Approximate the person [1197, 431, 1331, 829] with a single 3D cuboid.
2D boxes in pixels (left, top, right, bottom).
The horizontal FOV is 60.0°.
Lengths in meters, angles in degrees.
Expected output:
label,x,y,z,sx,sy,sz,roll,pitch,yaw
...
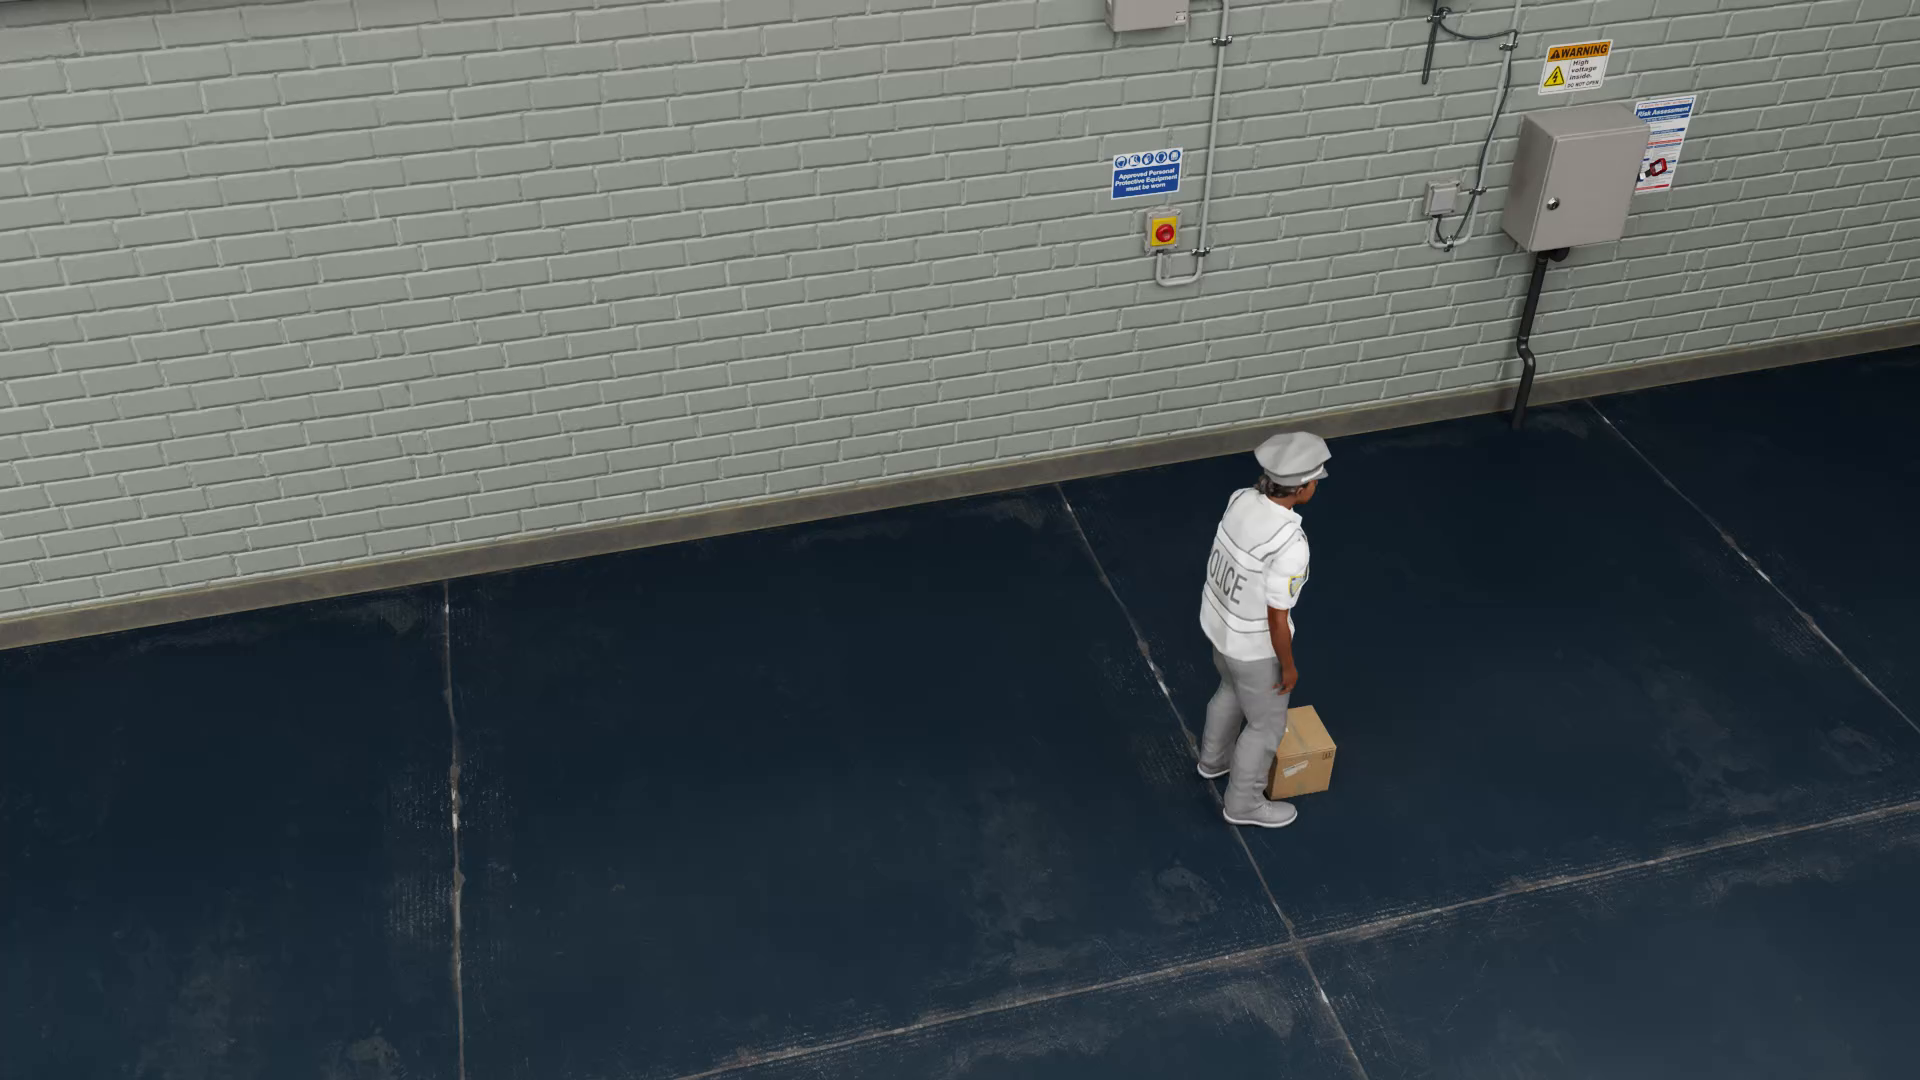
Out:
label,x,y,z,sx,sy,sz,roll,pitch,yaw
person,1.121,0.356,6.265,0.398,1.659,0.528,-12,40,-15
